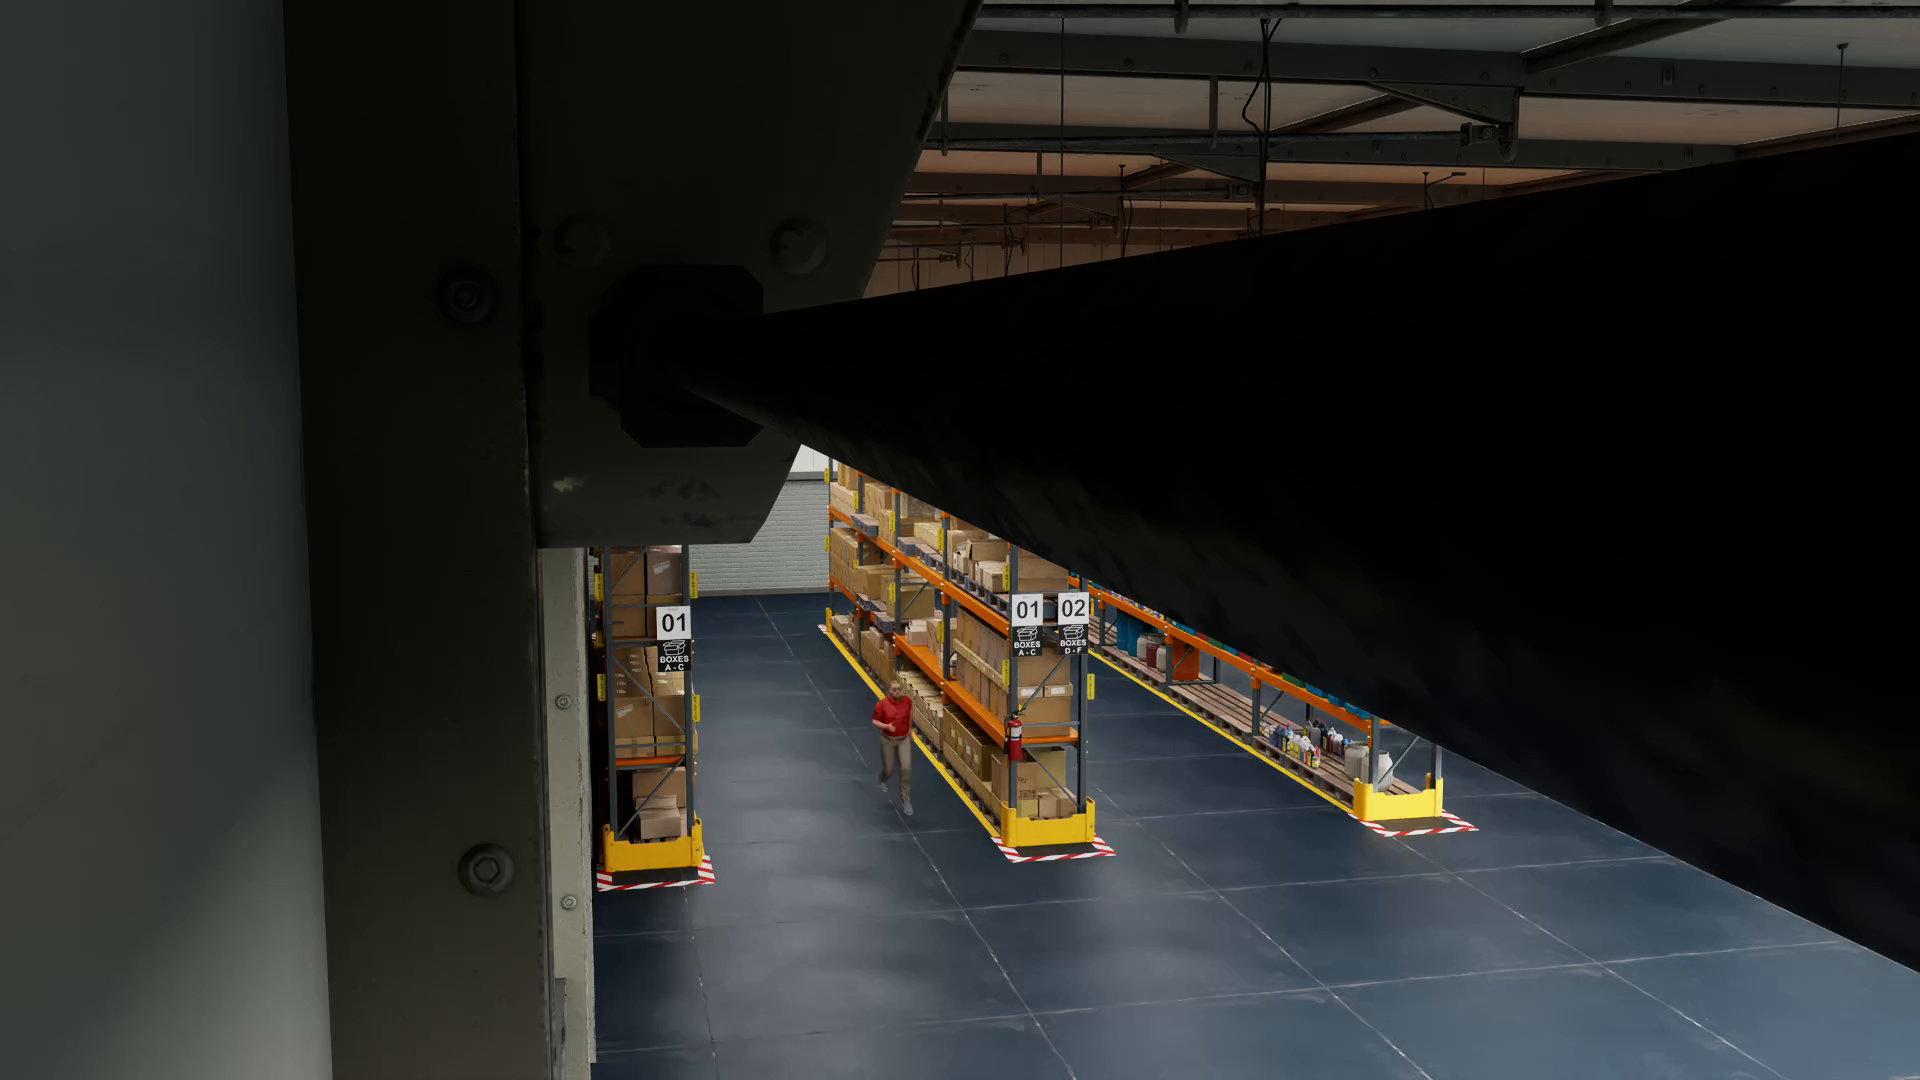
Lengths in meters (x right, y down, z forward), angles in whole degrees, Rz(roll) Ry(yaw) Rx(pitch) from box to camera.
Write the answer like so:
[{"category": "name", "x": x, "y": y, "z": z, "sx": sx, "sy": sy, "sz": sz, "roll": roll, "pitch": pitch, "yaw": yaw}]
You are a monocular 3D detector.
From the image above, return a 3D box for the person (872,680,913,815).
[{"category": "person", "x": -0.901, "y": 2.753, "z": 22.485, "sx": 0.608, "sy": 1.767, "sz": 0.907, "roll": -2, "pitch": 7, "yaw": -13}]
